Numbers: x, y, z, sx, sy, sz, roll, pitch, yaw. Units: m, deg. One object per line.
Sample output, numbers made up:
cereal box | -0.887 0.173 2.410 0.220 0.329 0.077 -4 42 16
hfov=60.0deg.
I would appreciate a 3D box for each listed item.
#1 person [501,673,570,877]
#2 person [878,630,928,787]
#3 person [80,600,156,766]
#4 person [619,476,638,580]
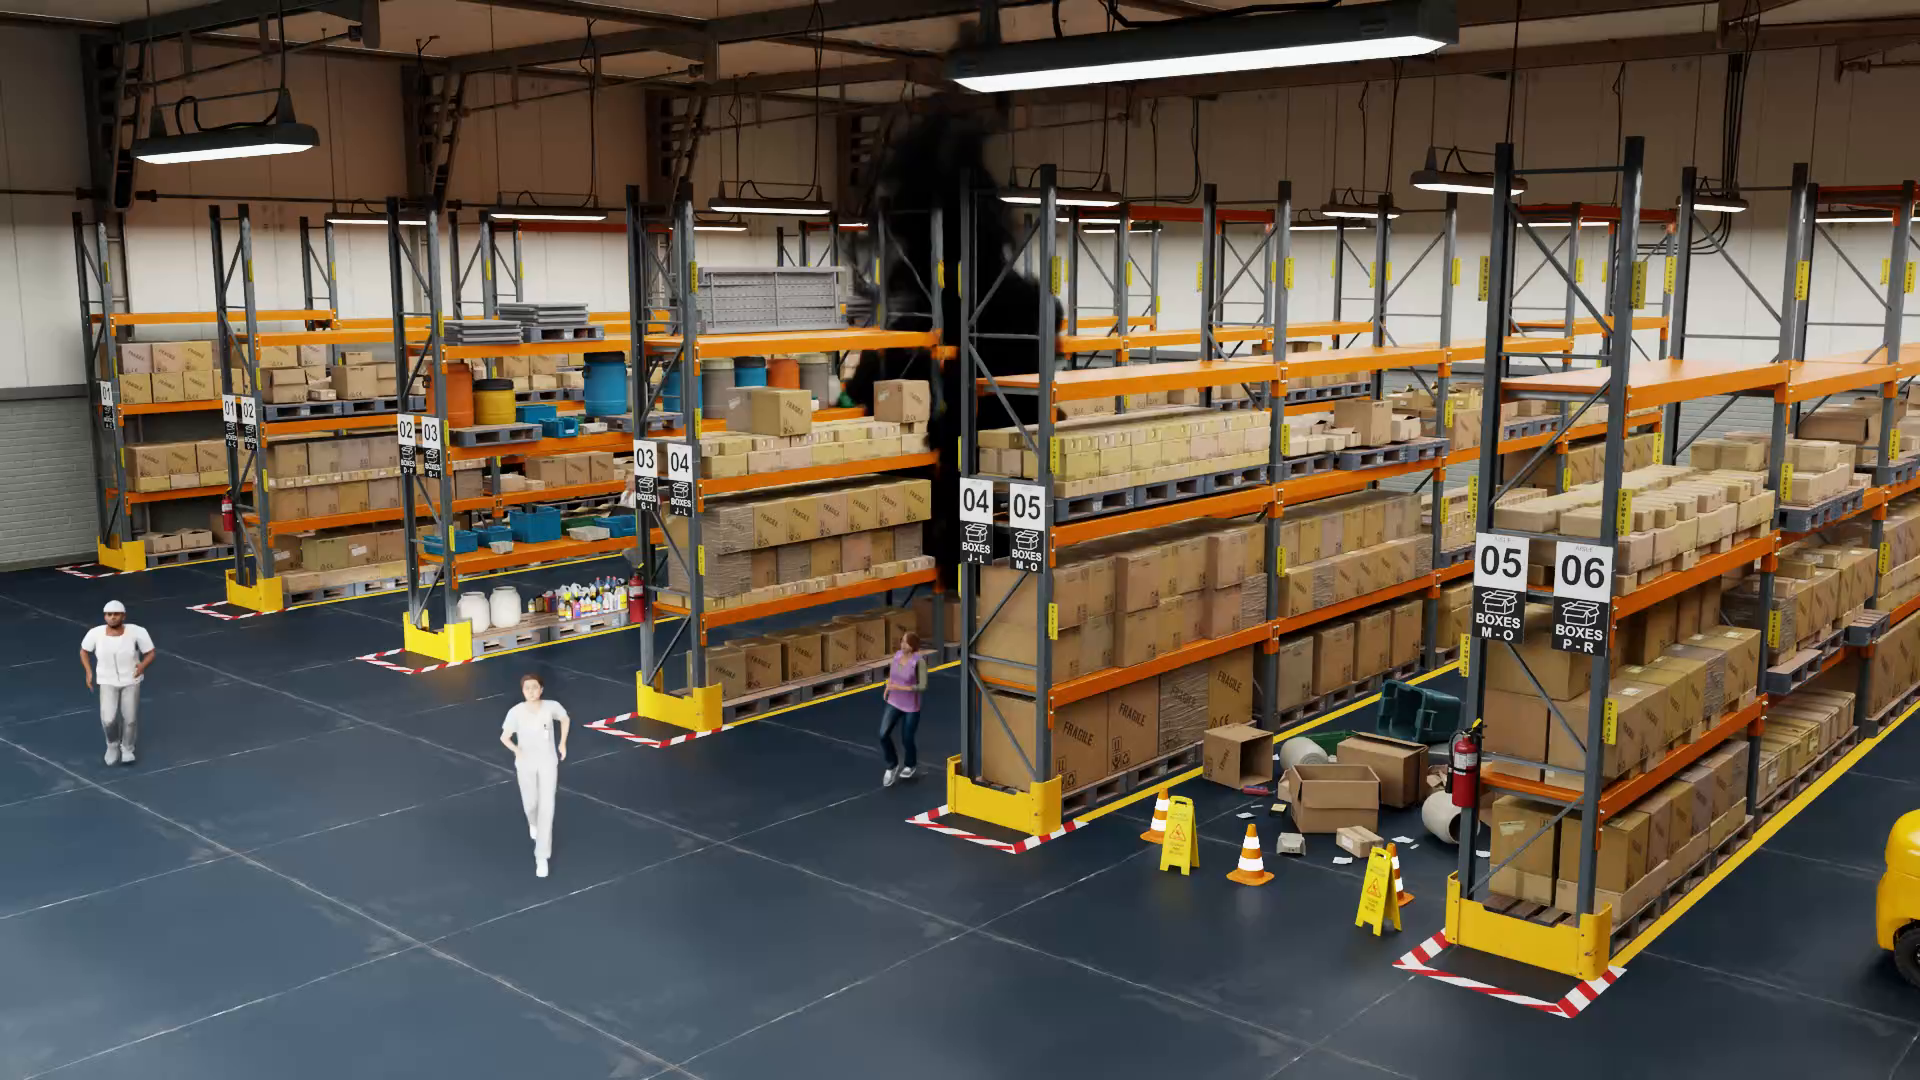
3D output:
person | -3.671 1.970 14.426 0.581 1.673 0.963 -2 10 -12
person | -0.543 1.667 16.515 0.517 1.570 0.635 4 10 22
person | -8.653 1.478 17.131 0.700 1.738 0.633 -4 10 -25
person | -5.332 -0.124 26.964 0.706 1.668 0.679 8 13 41
